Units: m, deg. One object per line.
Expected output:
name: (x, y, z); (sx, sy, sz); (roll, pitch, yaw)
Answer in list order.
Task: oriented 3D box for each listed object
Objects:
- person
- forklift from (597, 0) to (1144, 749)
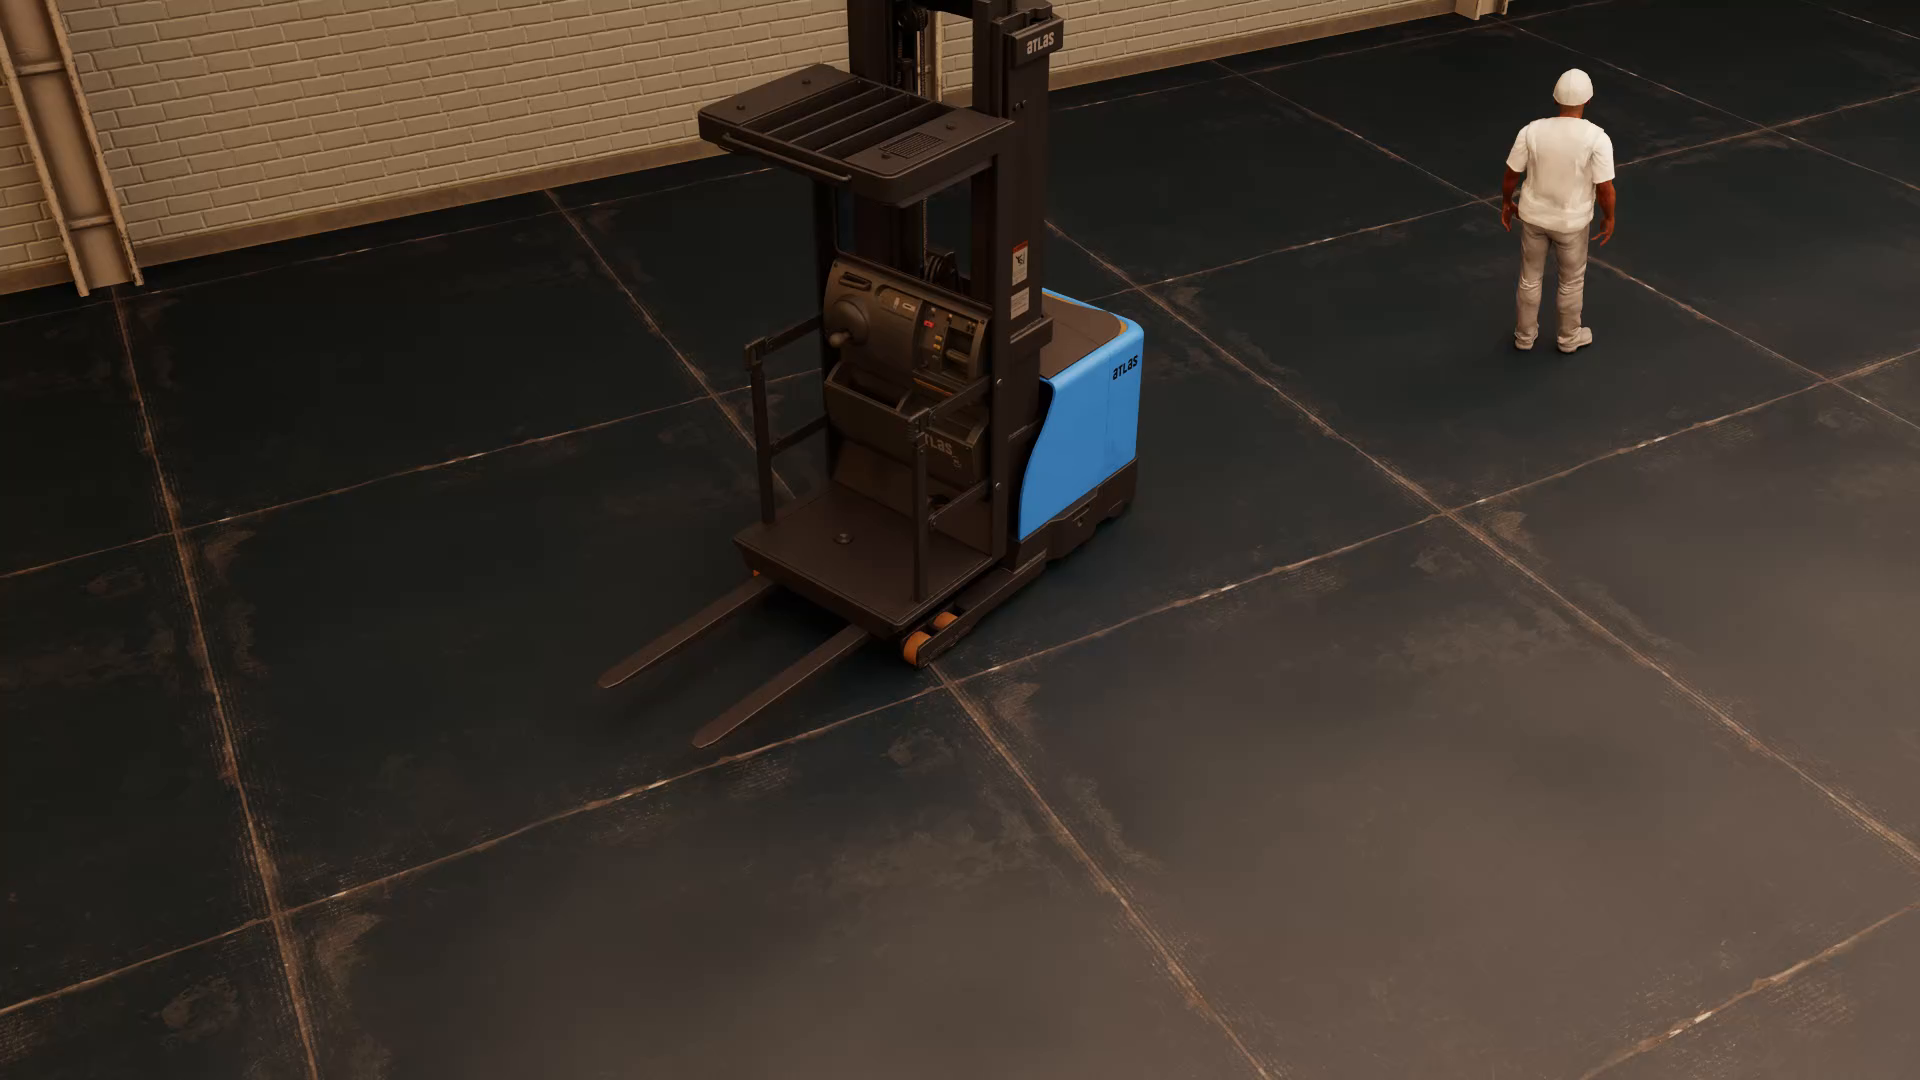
person: (3.564, -1.956, 9.886); (0.666, 1.765, 0.577); (21, 40, 27)
forklift: (-0.390, -0.927, 7.434); (1.130, 2.935, 3.031); (26, 43, 31)
